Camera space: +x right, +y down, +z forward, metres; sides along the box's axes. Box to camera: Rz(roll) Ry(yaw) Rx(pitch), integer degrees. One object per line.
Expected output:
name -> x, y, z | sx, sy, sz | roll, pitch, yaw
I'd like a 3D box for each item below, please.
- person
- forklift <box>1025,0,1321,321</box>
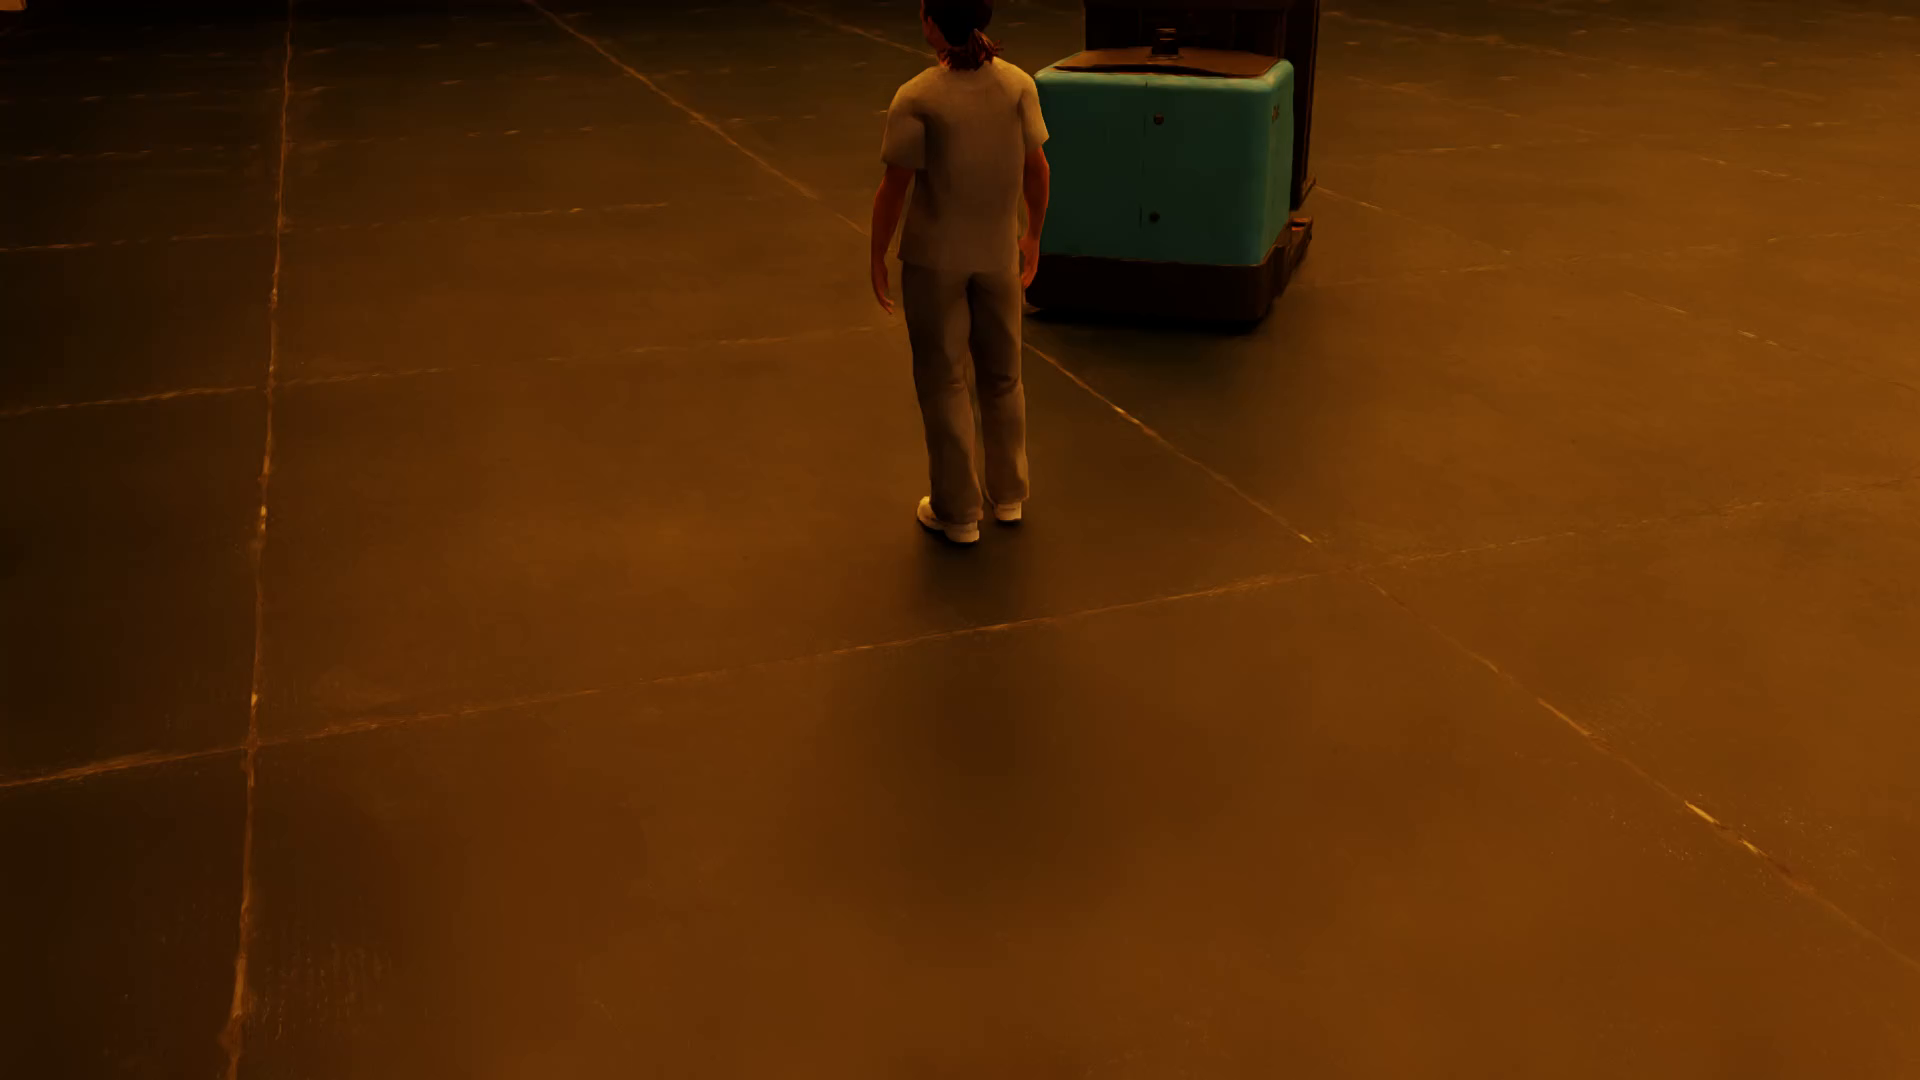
person -> -0.013, -0.807, 4.820 | 0.550, 1.674, 0.548 | -8, 24, -18
forklift -> 1.214, -2.830, 8.028 | 1.130, 2.935, 3.031 | 7, 24, 16
